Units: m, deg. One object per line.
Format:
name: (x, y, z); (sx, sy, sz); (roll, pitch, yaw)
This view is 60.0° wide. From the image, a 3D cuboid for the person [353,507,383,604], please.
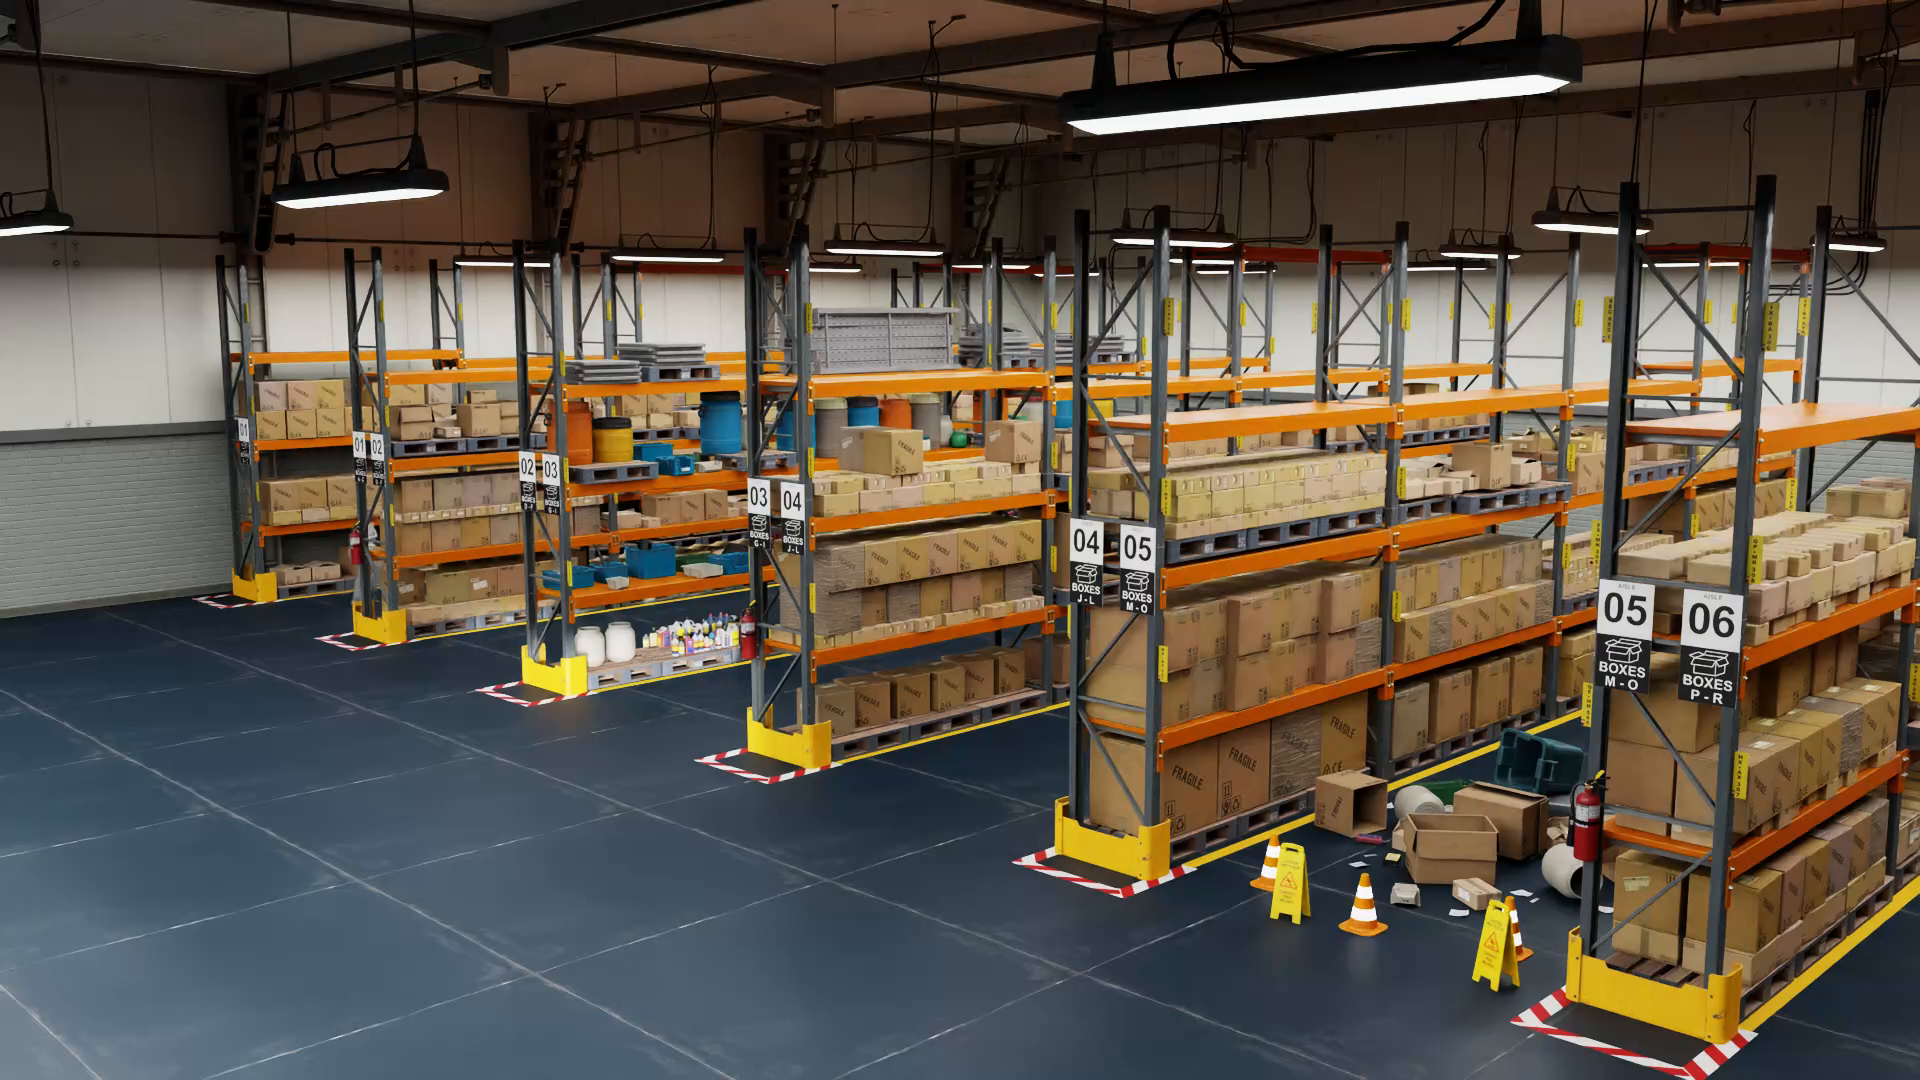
person: (-10.288, 0.265, 28.804); (0.518, 1.678, 0.477); (-5, 10, -33)
